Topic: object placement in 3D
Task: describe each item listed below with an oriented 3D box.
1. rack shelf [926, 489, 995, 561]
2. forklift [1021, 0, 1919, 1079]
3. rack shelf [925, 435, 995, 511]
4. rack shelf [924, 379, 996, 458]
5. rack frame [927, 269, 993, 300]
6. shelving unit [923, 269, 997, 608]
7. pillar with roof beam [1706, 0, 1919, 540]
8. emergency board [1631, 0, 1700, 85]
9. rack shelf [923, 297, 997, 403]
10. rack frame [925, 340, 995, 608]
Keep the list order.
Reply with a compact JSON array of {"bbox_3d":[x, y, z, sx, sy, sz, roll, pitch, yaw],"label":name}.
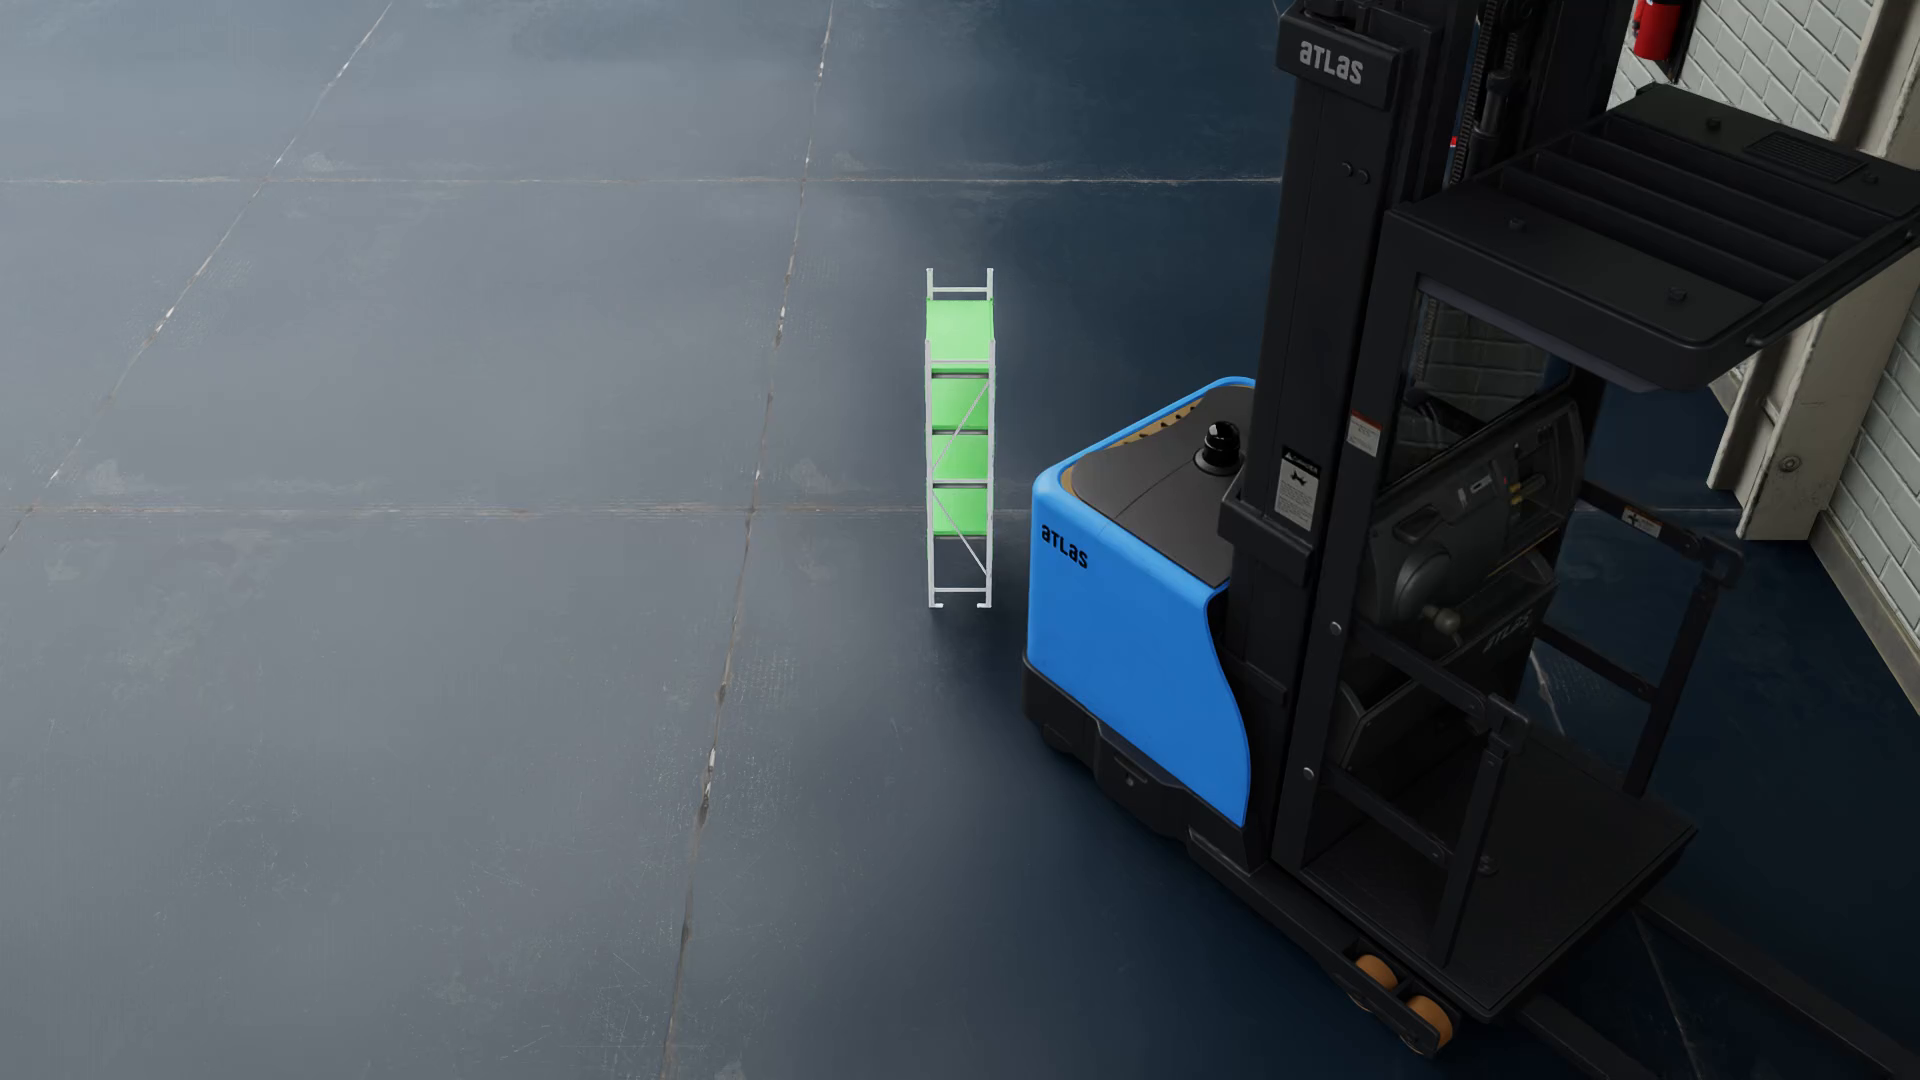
[{"bbox_3d":[0.000,-0.128,6.436,0.258,0.148,0.480,0,39,0],"label":"rack shelf"},{"bbox_3d":[1.552,-0.001,4.408,1.130,2.935,3.031,-28,46,-30],"label":"forklift"},{"bbox_3d":[0.000,-0.315,6.286,0.258,0.148,0.480,0,39,0],"label":"rack shelf"},{"bbox_3d":[0.000,-0.502,6.135,0.258,0.148,0.480,0,39,0],"label":"rack shelf"},{"bbox_3d":[0.000,-0.517,6.436,0.240,1.200,0.015,0,39,0],"label":"rack frame"},{"bbox_3d":[0.000,-0.365,6.246,0.258,1.200,0.503,0,39,0],"label":"shelving unit"},{"bbox_3d":[-0.984,-3.634,4.089,9.100,9.000,0.400,0,39,0],"label":"pillar with roof beam"},{"bbox_3d":[3.357,-2.841,7.897,0.194,1.169,0.643,0,39,0],"label":"emergency board"},{"bbox_3d":[0.000,-0.689,5.985,0.258,0.148,0.480,0,39,0],"label":"rack shelf"},{"bbox_3d":[0.000,-0.212,6.055,0.240,1.200,0.015,0,39,0],"label":"rack frame"}]
